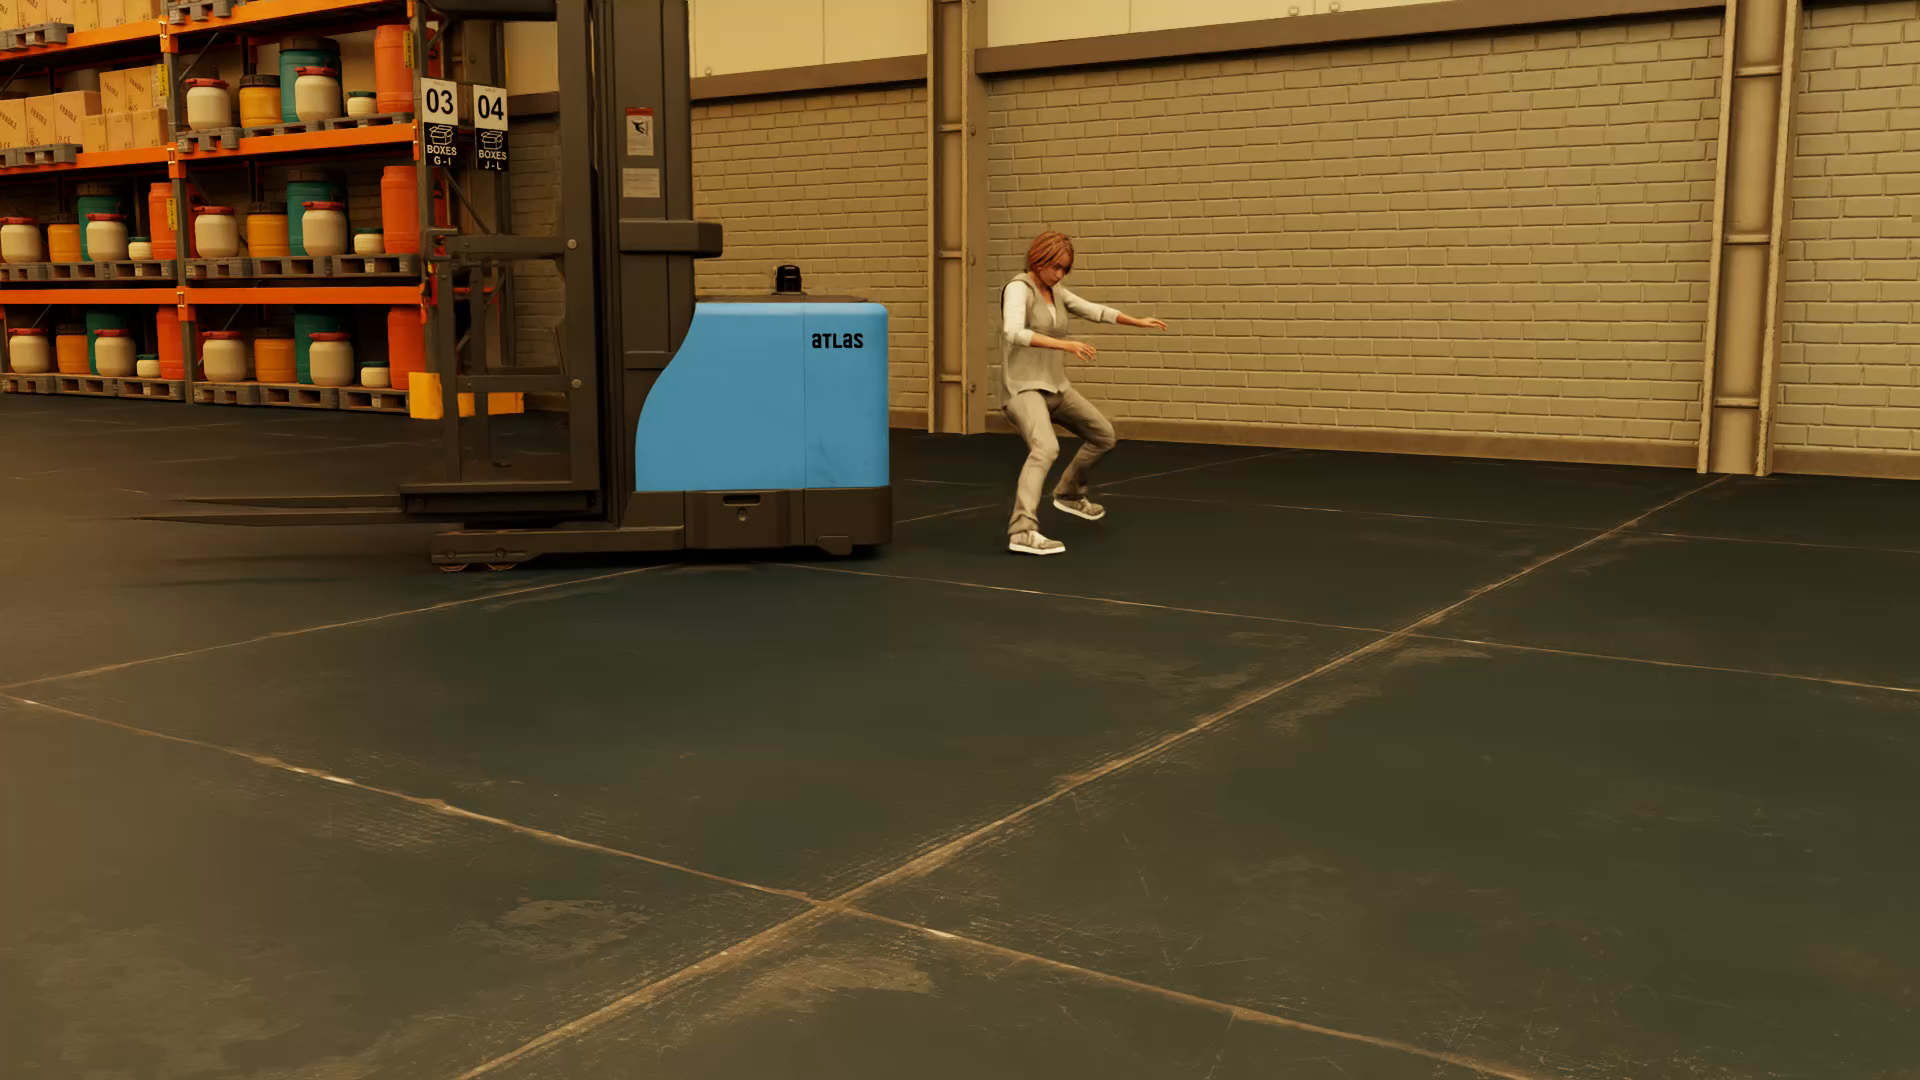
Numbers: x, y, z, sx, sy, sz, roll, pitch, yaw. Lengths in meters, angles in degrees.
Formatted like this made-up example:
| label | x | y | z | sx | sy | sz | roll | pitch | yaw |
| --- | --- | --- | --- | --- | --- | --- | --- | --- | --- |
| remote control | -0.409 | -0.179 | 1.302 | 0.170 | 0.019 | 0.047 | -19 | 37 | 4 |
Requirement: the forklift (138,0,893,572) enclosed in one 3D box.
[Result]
| label | x | y | z | sx | sy | sz | roll | pitch | yaw |
| --- | --- | --- | --- | --- | --- | --- | --- | --- | --- |
| forklift | -1.850 | -1.401 | 7.047 | 3.031 | 2.935 | 1.130 | -1 | 8 | -9 |

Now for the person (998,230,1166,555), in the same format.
| label | x | y | z | sx | sy | sz | roll | pitch | yaw |
| --- | --- | --- | --- | --- | --- | --- | --- | --- | --- |
| person | 0.491 | -0.693 | 7.576 | 0.648 | 1.377 | 1.126 | 6 | 10 | 37 |
